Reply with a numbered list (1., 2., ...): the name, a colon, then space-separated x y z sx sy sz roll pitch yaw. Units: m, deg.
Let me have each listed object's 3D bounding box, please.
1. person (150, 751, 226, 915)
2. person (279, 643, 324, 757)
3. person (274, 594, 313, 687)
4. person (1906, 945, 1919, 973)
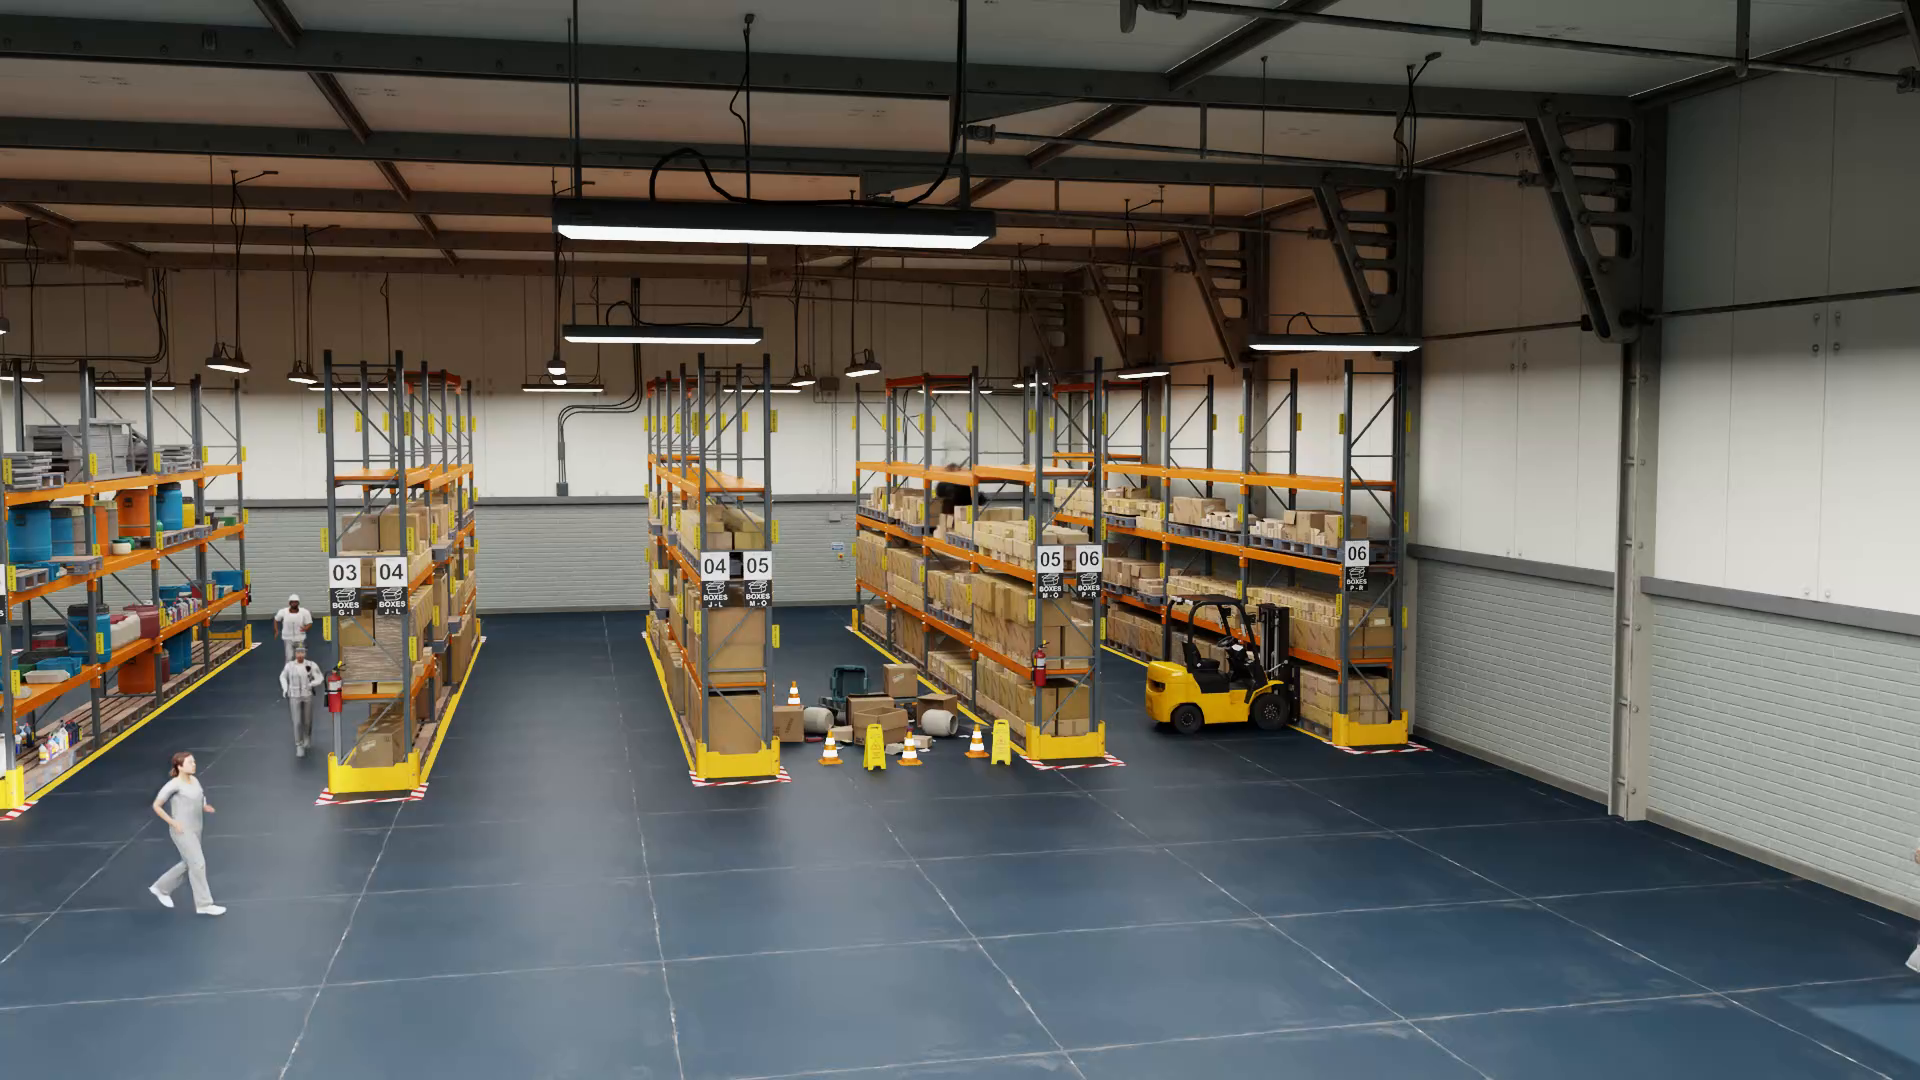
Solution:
1. person: -7.899 2.975 16.954 0.845 1.659 0.581 0 4 6
2. person: -9.994 2.390 25.256 0.628 1.683 0.813 -1 4 -21
3. person: -12.688 1.923 31.682 0.668 1.786 0.809 -2 4 -27
4. person: 8.800 3.131 14.676 0.731 1.744 0.560 3 5 39
